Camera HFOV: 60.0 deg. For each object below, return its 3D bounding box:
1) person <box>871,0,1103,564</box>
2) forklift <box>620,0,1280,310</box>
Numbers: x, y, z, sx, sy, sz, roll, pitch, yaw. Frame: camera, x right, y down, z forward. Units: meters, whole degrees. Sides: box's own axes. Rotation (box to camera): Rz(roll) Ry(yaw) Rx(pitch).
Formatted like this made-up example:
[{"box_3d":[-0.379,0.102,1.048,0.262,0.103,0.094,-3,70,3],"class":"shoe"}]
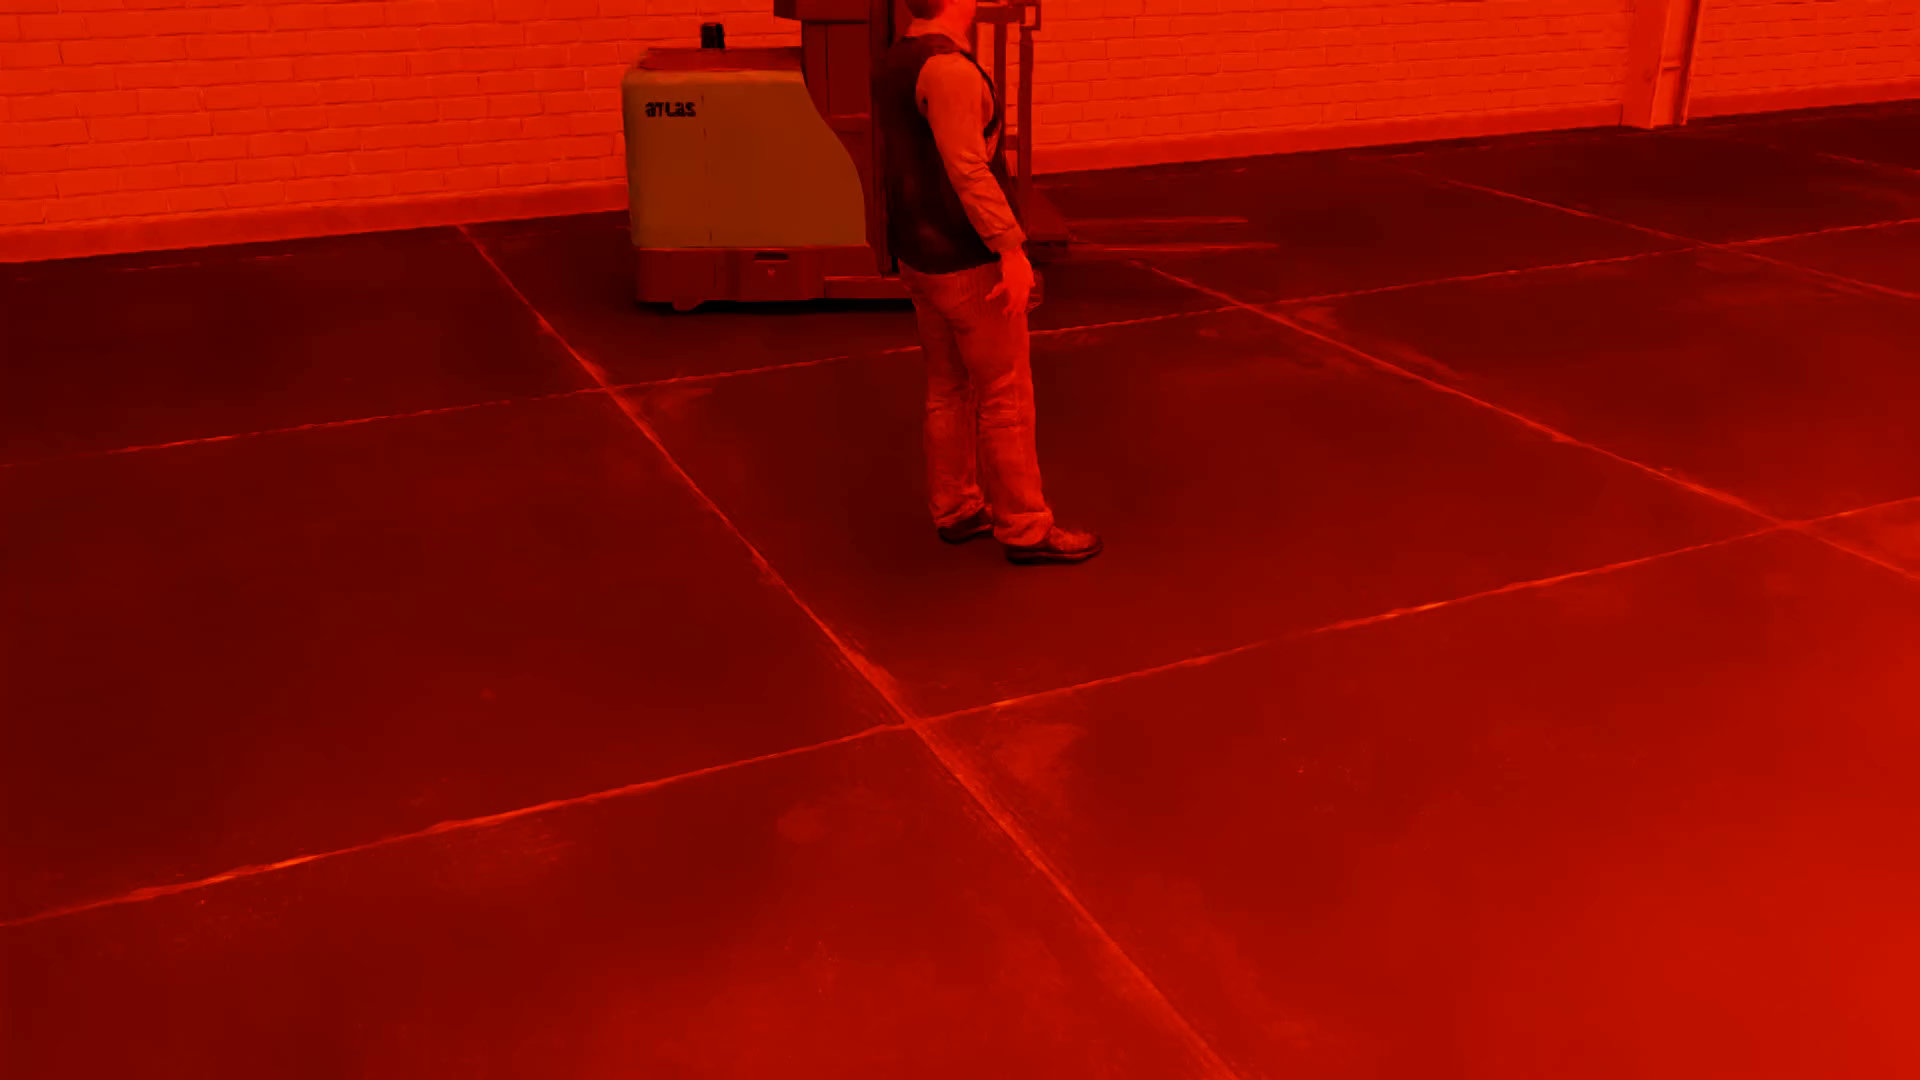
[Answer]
[{"box_3d":[0.060,-0.809,4.791,0.567,1.720,0.632,-10,25,-23],"class":"person"},{"box_3d":[-0.020,-2.611,7.572,3.031,2.935,1.130,-2,23,-5],"class":"forklift"}]
